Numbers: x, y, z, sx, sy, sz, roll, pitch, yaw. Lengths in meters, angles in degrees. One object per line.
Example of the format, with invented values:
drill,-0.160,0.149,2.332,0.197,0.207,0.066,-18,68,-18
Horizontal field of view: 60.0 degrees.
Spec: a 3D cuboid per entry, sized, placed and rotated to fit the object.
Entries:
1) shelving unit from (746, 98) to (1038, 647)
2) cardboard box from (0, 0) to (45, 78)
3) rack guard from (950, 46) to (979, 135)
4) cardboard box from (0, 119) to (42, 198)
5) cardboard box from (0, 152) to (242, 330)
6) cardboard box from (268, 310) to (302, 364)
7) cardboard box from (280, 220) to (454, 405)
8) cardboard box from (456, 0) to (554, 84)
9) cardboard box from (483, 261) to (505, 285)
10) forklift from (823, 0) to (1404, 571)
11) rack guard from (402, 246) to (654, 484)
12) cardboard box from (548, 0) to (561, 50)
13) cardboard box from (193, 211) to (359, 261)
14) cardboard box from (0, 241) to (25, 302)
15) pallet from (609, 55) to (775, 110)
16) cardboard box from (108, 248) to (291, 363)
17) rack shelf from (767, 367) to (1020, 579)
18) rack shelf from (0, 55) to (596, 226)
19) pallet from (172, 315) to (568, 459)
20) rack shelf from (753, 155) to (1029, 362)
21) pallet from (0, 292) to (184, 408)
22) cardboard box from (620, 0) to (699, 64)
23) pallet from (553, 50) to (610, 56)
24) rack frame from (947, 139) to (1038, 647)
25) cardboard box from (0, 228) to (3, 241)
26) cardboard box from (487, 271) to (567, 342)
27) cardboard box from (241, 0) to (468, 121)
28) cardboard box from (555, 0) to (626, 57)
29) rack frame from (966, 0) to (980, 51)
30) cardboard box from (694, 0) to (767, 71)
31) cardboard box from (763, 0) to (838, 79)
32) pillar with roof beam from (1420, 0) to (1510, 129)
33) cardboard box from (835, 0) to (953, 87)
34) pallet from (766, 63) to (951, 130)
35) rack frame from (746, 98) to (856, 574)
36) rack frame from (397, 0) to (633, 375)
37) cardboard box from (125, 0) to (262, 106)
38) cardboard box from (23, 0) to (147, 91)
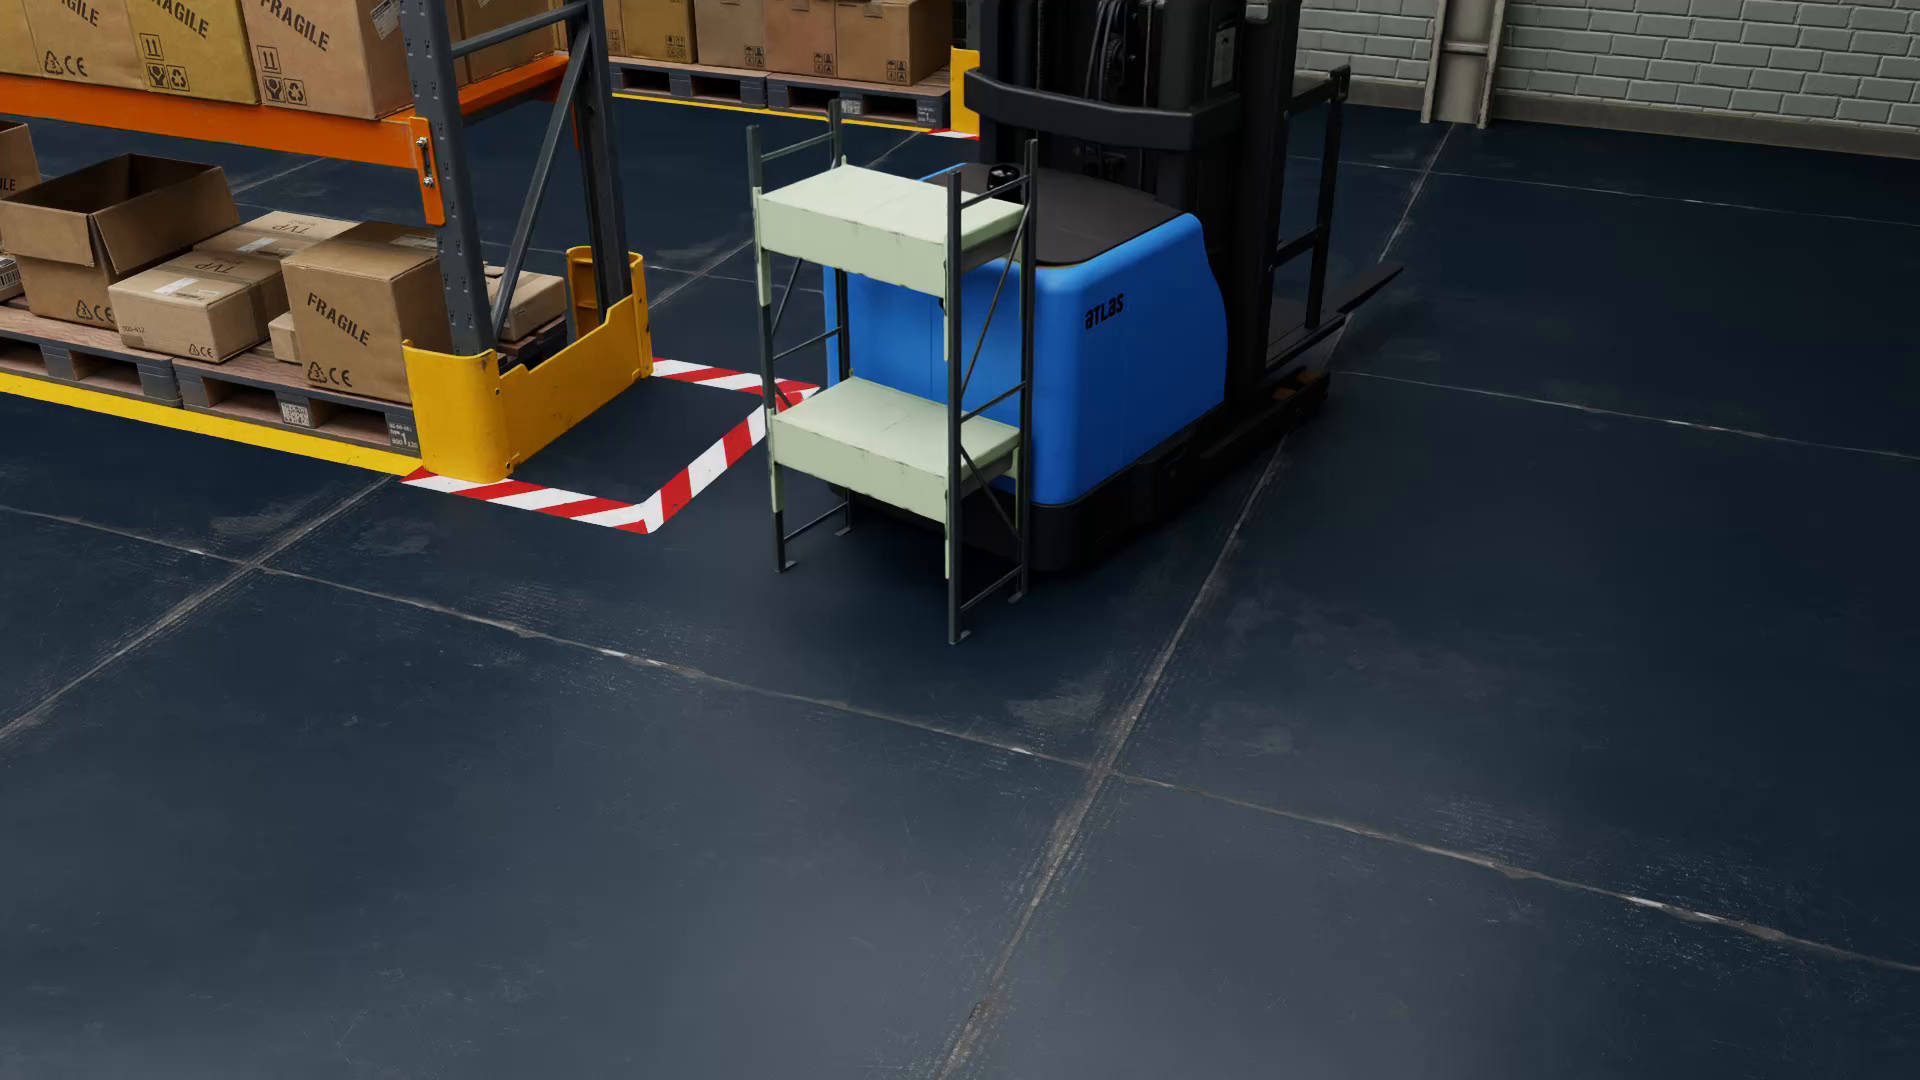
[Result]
shelving unit,-0.199,-0.512,5.131,0.755,1.500,0.431,20,35,31
cardboard box,-3.507,-2.071,6.264,0.500,0.500,0.500,11,31,18
rack guard,0.301,-2.953,10.466,0.348,0.500,1.175,11,31,19
cardboard box,-4.652,-1.653,7.720,0.500,0.500,0.500,11,31,19
cardboard box,-3.544,-1.286,7.066,0.637,0.503,0.797,11,31,19
cardboard box,-2.518,-0.848,6.635,0.250,0.166,0.380,11,31,19
cardboard box,-2.176,-0.878,6.348,0.500,0.500,0.500,11,31,19
cardboard box,-1.892,-2.032,6.195,0.500,0.500,0.500,12,32,20
cardboard box,-2.070,-1.025,6.947,0.250,0.166,0.380,11,31,19
forklift,0.821,-1.838,6.022,1.130,2.935,3.031,21,35,32
rack guard,-1.650,-0.712,6.502,0.348,0.500,1.175,11,31,19
cardboard box,-2.773,-3.695,11.352,0.500,0.500,0.700,12,32,20
cardboard box,-2.904,-1.196,7.164,0.500,0.250,0.500,11,31,19
cardboard box,-4.174,-1.152,7.173,0.250,0.166,0.380,11,31,19
pallet,-1.618,-3.170,11.144,1.213,0.211,1.003,11,31,19
cardboard box,-3.045,-0.958,6.744,0.500,0.250,0.500,11,31,19
rack shelf,-0.199,-0.228,5.291,0.720,0.370,0.431,20,35,31
rack shelf,-3.433,-1.843,6.693,4.000,0.370,1.077,11,31,19
pallet,-2.390,-0.733,6.833,1.213,0.211,1.003,11,31,19
rack shelf,-0.199,-0.851,4.939,0.720,0.370,0.431,20,35,31
pallet,-3.516,-0.960,7.233,1.213,0.211,1.003,11,31,19
cardboard box,-1.834,-3.505,11.015,0.500,0.500,0.700,12,32,20
pallet,-2.752,-3.395,11.542,1.213,0.211,1.003,11,31,19
rack frame,0.094,-0.404,4.940,0.023,1.500,0.400,20,35,31
cardboard box,-3.957,-1.432,7.521,0.500,0.311,0.500,11,31,19
cardboard box,-1.839,-0.971,6.869,0.250,0.149,0.380,11,31,19
cardboard box,-2.097,-1.788,5.764,0.500,0.500,0.500,12,32,21
cardboard box,-2.309,-3.601,11.185,0.500,0.500,0.700,11,31,19
rack frame,0.279,-4.045,9.859,0.127,3.000,1.000,11,31,19
cardboard box,-1.337,-3.409,10.847,0.500,0.500,0.700,10,31,17
cardboard box,-0.871,-3.317,10.683,0.500,0.500,0.700,11,31,19
pillar with roof beam,1.488,-4.589,4.724,0.400,9.000,9.100,11,31,19
cardboard box,-0.407,-3.224,10.519,0.500,0.500,0.700,11,31,19
pallet,-0.491,-2.944,10.744,1.213,0.211,1.003,11,31,19
rack frame,-0.492,-0.620,5.322,0.023,1.500,0.400,20,35,31
rack frame,-1.580,-1.786,5.862,0.127,3.000,1.000,11,31,19
cardboard box,-2.579,-1.883,5.931,0.500,0.500,0.500,12,31,20
cardboard box,-3.040,-1.978,6.099,0.500,0.500,0.500,12,31,20
